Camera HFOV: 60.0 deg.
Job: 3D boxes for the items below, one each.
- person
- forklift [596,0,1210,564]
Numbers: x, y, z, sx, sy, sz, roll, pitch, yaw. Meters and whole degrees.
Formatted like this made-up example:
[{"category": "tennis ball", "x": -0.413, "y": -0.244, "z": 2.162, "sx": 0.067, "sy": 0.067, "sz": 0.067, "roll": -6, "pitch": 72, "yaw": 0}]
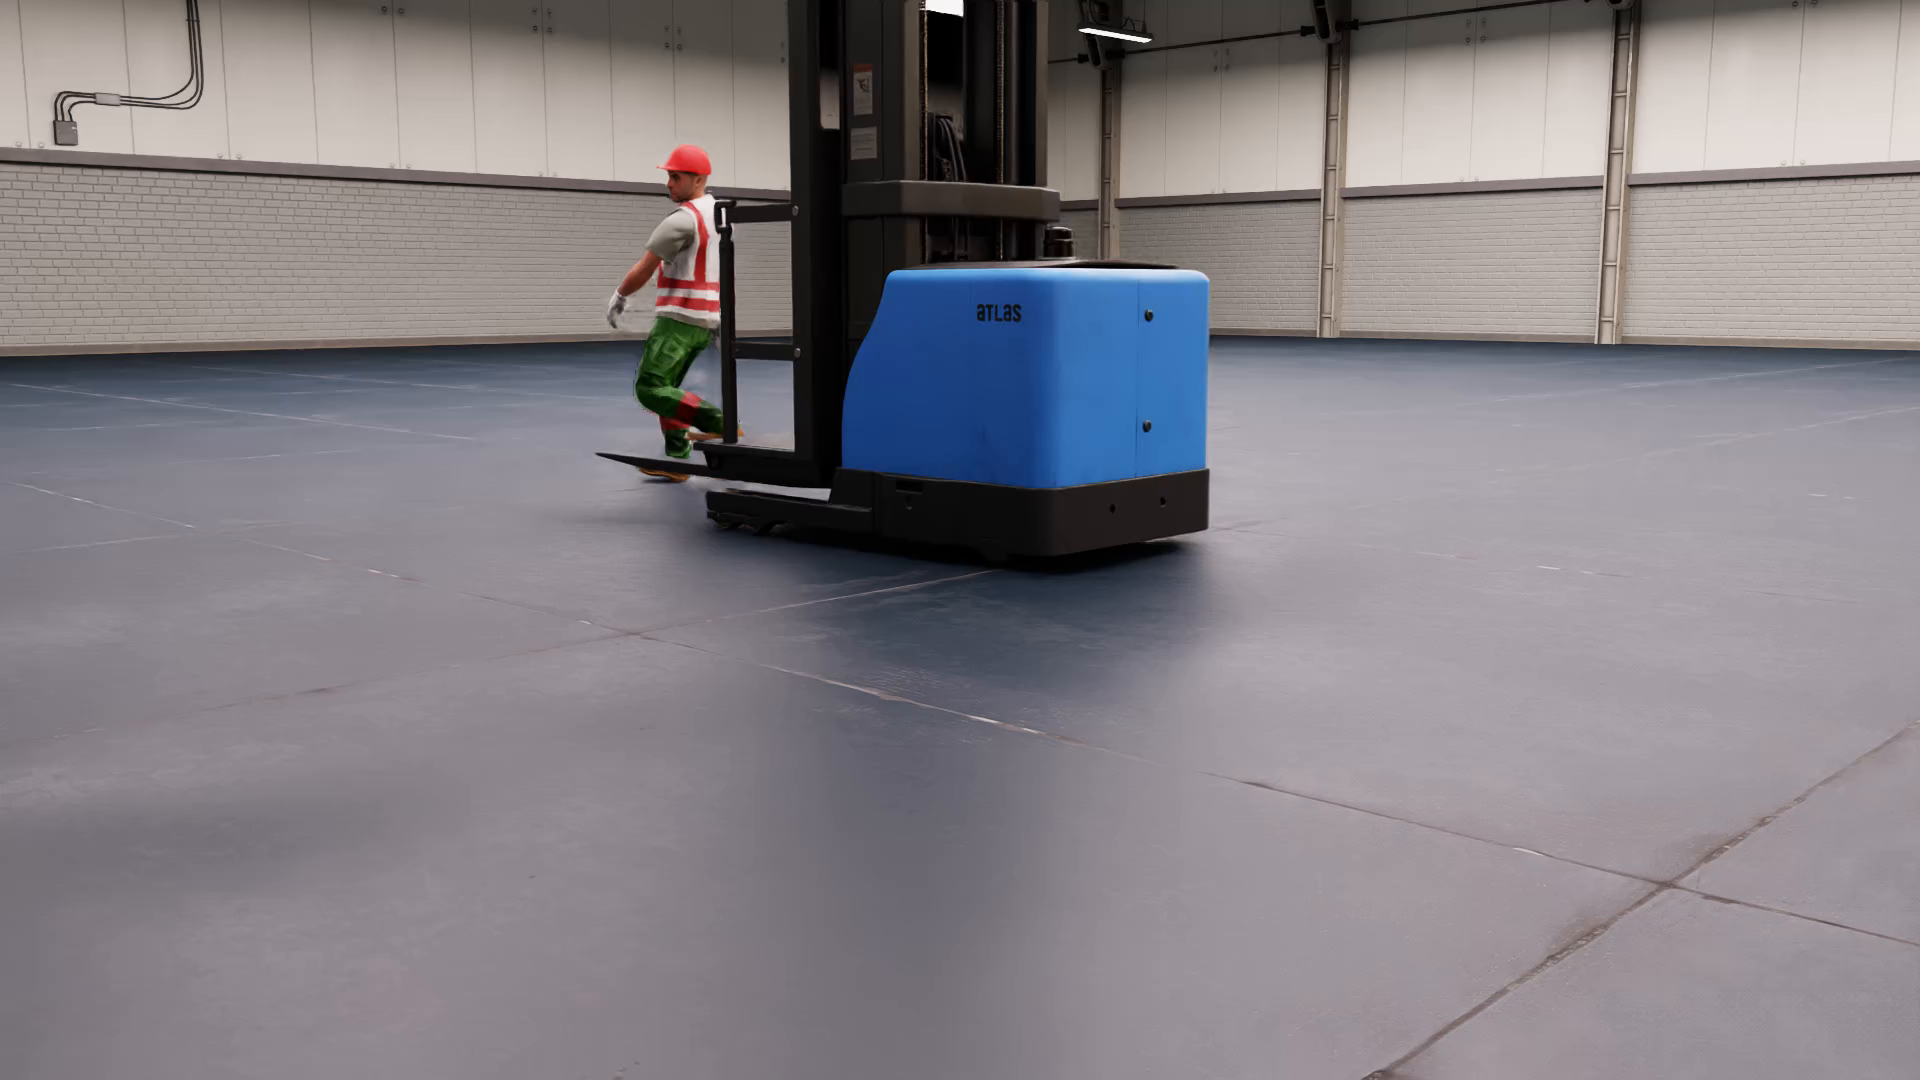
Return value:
[{"category": "person", "x": -1.406, "y": -1.132, "z": 8.506, "sx": 0.720, "sy": 1.722, "sz": 0.719, "roll": 1, "pitch": 9, "yaw": 8}, {"category": "forklift", "x": -0.432, "y": -1.526, "z": 7.008, "sx": 3.031, "sy": 2.935, "sz": 1.130, "roll": 8, "pitch": 12, "yaw": 43}]
